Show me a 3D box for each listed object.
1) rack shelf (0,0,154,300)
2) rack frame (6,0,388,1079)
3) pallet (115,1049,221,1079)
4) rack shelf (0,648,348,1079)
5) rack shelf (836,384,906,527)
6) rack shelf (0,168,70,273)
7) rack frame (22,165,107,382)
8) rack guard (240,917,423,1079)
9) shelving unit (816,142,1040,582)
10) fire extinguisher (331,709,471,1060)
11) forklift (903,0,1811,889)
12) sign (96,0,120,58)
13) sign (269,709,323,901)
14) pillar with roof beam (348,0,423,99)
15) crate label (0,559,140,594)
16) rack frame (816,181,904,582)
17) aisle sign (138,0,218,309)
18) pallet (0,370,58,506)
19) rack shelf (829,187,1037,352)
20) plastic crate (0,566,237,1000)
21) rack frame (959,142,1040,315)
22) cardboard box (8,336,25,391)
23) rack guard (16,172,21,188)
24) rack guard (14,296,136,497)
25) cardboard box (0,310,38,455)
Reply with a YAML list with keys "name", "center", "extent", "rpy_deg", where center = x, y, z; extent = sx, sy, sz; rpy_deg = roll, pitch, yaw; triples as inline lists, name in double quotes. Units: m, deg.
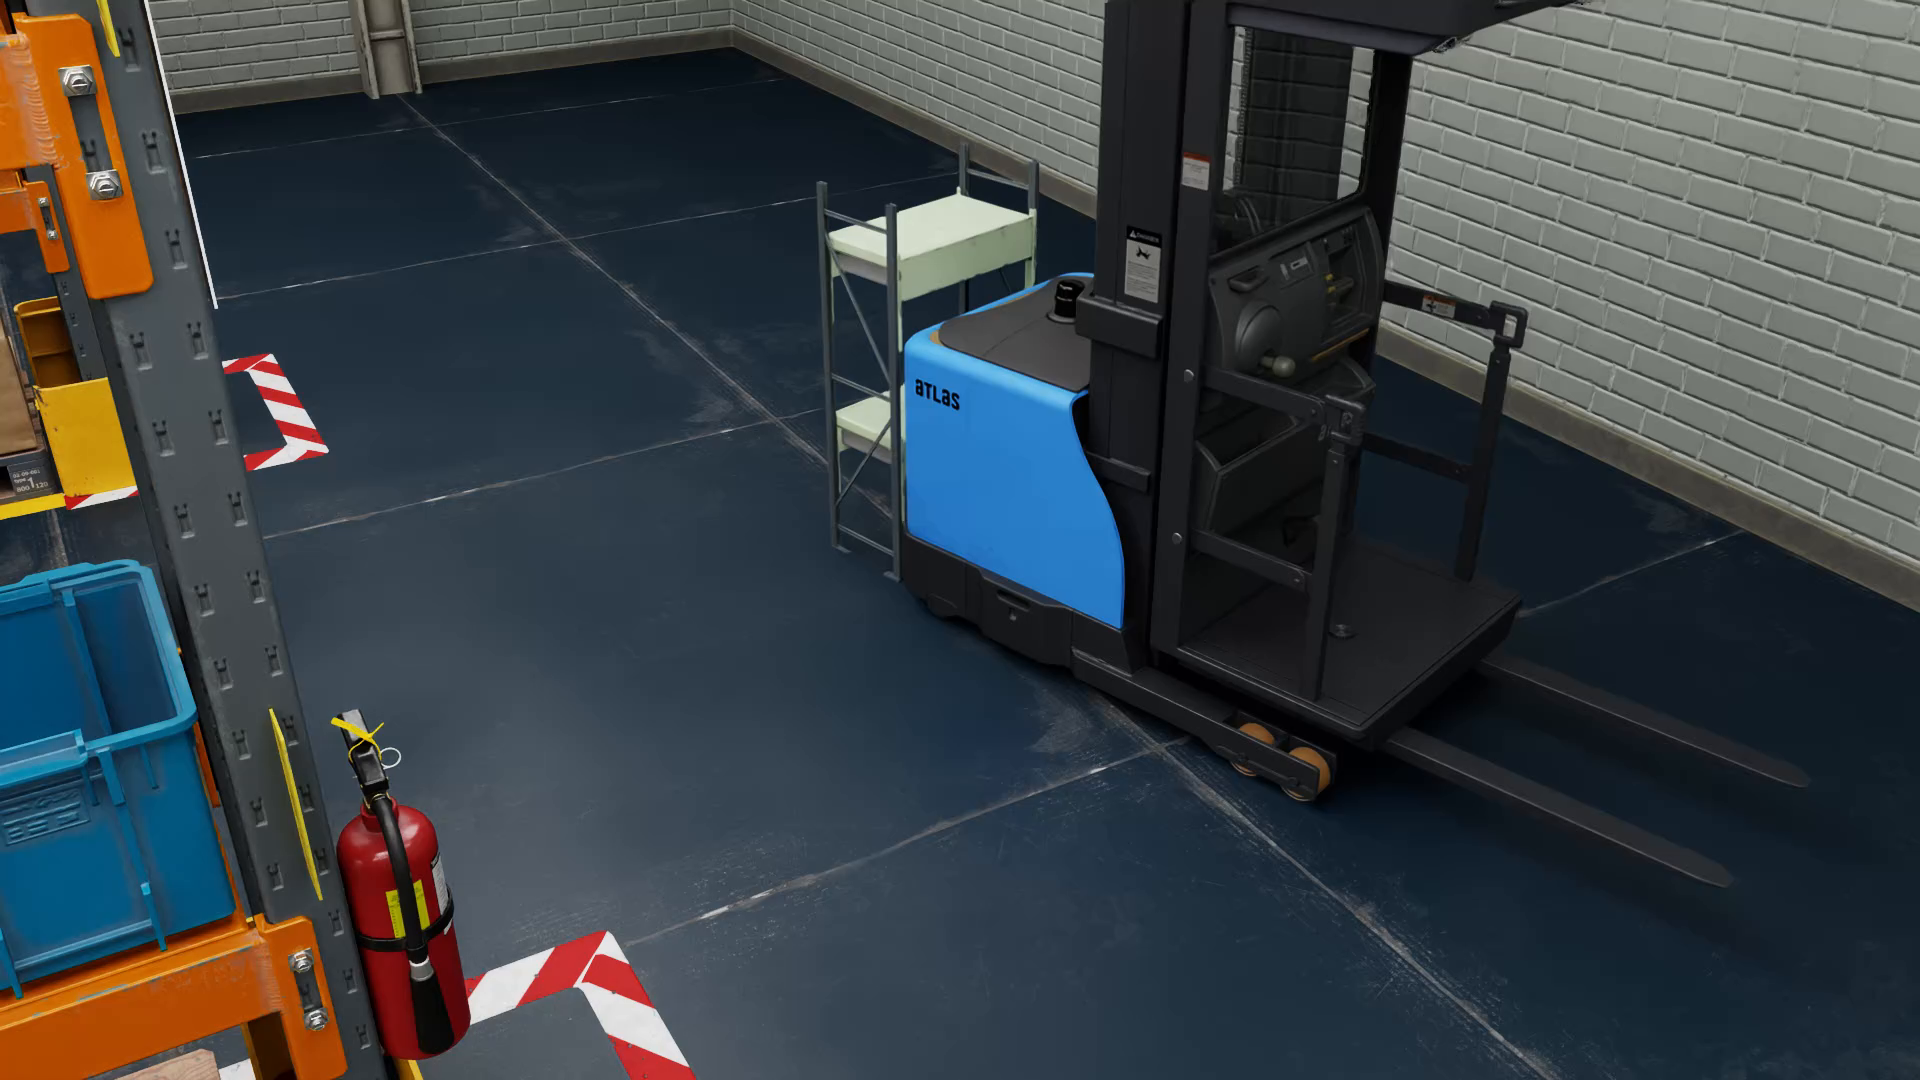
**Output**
- name: "rack shelf"
  center: [-3.093, -0.231, 1.704]
  extent: [4.000, 0.370, 1.077]
  rpy_deg: [-16, 33, -26]
- name: "rack frame"
  center: [-1.369, 0.278, 3.142]
  extent: [0.127, 3.000, 1.000]
  rpy_deg: [-16, 33, -26]
- name: "pallet"
  center: [-2.099, 1.684, 3.480]
  extent: [1.213, 0.211, 1.003]
  rpy_deg: [-16, 33, -26]
- name: "rack shelf"
  center: [-3.093, 1.082, 2.429]
  extent: [4.000, 0.370, 1.077]
  rpy_deg: [-16, 33, -26]
- name: "rack shelf"
  center: [-0.110, -0.404, 6.605]
  extent: [0.431, 0.370, 0.720]
  rpy_deg: [26, 38, 38]
- name: "rack shelf"
  center: [-5.599, -0.982, 6.170]
  extent: [4.000, 0.370, 1.077]
  rpy_deg: [-16, 33, -26]
- name: "rack frame"
  center: [-3.875, -1.787, 6.883]
  extent: [0.127, 3.000, 1.000]
  rpy_deg: [-16, 33, -26]
- name: "rack guard"
  center: [-1.354, 1.361, 3.767]
  extent: [0.348, 0.500, 1.175]
  rpy_deg: [-16, 33, -26]
- name: "shelving unit"
  center: [-0.110, -0.690, 6.447]
  extent: [0.431, 1.500, 0.755]
  rpy_deg: [26, 38, 38]
- name: "fire extinguisher"
  center: [-1.008, 0.627, 2.975]
  extent: [0.183, 0.674, 0.296]
  rpy_deg: [-16, 33, -26]
- name: "forklift"
  center: [1.215, -0.746, 5.068]
  extent: [3.031, 2.935, 1.130]
  rpy_deg: [24, 37, 36]
- name: "sign"
  center: [-1.076, -0.765, 2.035]
  extent: [0.005, 0.325, 0.100]
  rpy_deg: [-16, 33, -26]
- name: "sign"
  center: [-1.076, 0.431, 2.695]
  extent: [0.005, 0.325, 0.100]
  rpy_deg: [-16, 33, -26]
- name: "pillar with roof beam"
  center: [-2.317, -5.704, 7.772]
  extent: [0.400, 9.000, 9.100]
  rpy_deg: [-16, 33, -26]
- name: "crate label"
  center: [-1.748, 0.248, 3.307]
  extent: [0.303, 0.233, 0.416]
  rpy_deg: [-16, 33, -26]
- name: "rack frame"
  center: [-0.368, -0.564, 6.220]
  extent: [0.400, 1.500, 0.023]
  rpy_deg: [26, 38, 38]
- name: "aisle sign"
  center: [-1.158, -0.756, 2.325]
  extent: [0.004, 0.787, 0.394]
  rpy_deg: [-16, 33, -26]
- name: "pallet"
  center: [-4.627, -0.352, 7.169]
  extent: [1.213, 0.211, 1.003]
  rpy_deg: [-16, 33, -26]
- name: "rack shelf"
  center: [-0.110, -1.031, 6.259]
  extent: [0.431, 0.370, 0.720]
  rpy_deg: [26, 38, 38]
- name: "plastic crate"
  center: [-1.563, 0.396, 2.830]
  extent: [0.499, 0.435, 0.616]
  rpy_deg: [-16, 33, -26]
- name: "rack frame"
  center: [0.147, -0.815, 6.675]
  extent: [0.400, 1.500, 0.023]
  rpy_deg: [26, 38, 38]
- name: "cardboard box"
  center: [-4.410, -0.772, 7.539]
  extent: [0.250, 0.149, 0.380]
  rpy_deg: [-16, 33, -26]
- name: "rack guard"
  center: [-6.367, -2.761, 11.235]
  extent: [0.348, 0.500, 1.175]
  rpy_deg: [-16, 33, -26]
- name: "rack guard"
  center: [-3.940, -0.674, 7.453]
  extent: [0.348, 0.500, 1.175]
  rpy_deg: [-16, 33, -26]
- name: "cardboard box"
  center: [-4.219, -0.649, 6.954]
  extent: [0.500, 0.500, 0.500]
  rpy_deg: [-16, 33, -26]
